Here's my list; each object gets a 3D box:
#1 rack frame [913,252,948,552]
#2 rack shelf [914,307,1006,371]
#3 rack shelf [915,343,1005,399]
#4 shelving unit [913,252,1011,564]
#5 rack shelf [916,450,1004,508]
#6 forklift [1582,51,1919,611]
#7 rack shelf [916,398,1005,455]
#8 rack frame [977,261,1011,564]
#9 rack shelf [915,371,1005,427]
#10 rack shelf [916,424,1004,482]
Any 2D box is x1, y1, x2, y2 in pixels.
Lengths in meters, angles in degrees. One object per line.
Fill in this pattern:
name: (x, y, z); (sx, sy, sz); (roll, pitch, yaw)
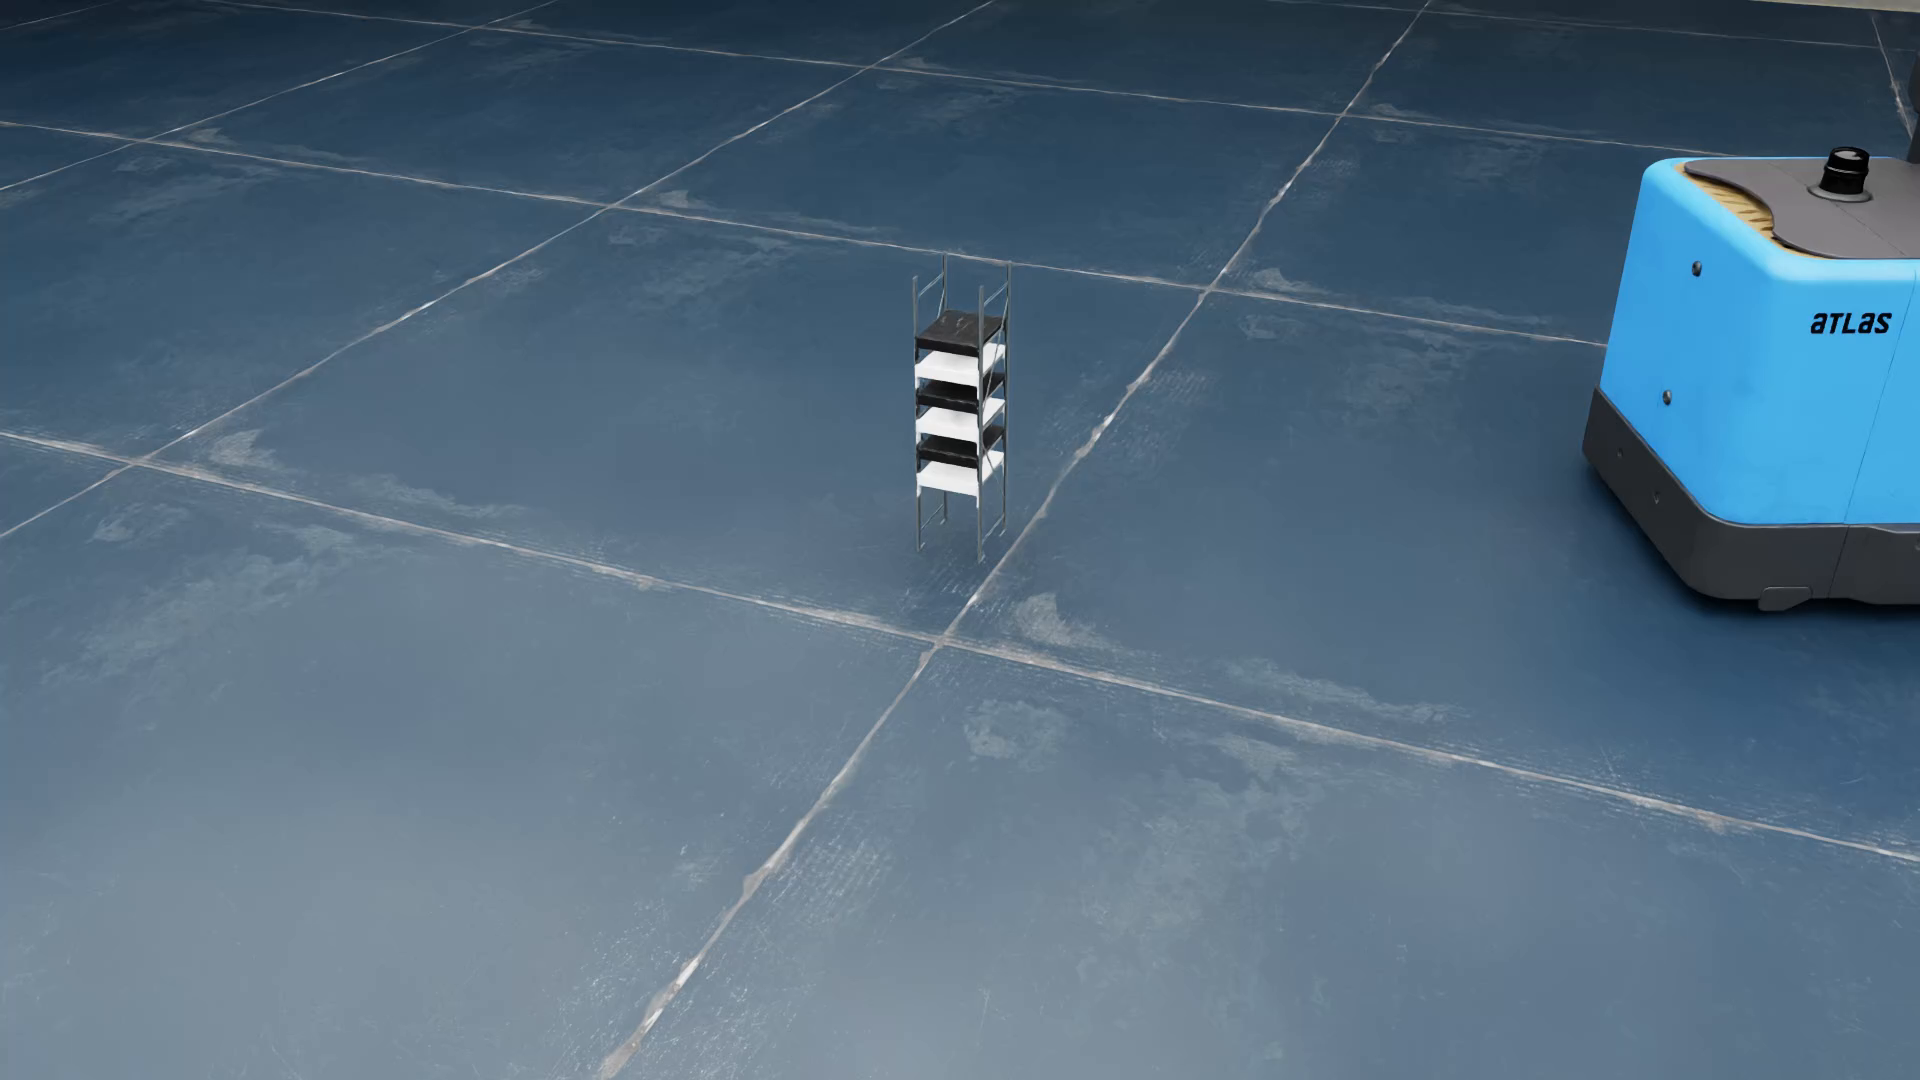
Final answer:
rack frame: (-0.087, -0.409, 5.059); (0.006, 0.900, 0.240); (11, 31, 19)
rack shelf: (0.008, -0.596, 4.909); (0.200, 0.077, 0.258); (11, 31, 19)
rack shelf: (0.008, -0.518, 4.954); (0.200, 0.077, 0.258); (11, 31, 19)
shelving unit: (0.008, -0.390, 5.026); (0.210, 0.900, 0.258); (11, 31, 19)
rack shelf: (0.008, -0.205, 5.131); (0.200, 0.077, 0.258); (11, 31, 19)
forklift: (3.630, -1.314, 4.596); (3.031, 2.935, 1.130); (-1, 29, -1)
rack shelf: (0.008, -0.361, 5.042); (0.200, 0.077, 0.258); (11, 31, 19)
rack frame: (0.102, -0.371, 4.993); (0.006, 0.900, 0.240); (11, 31, 19)
rack shelf: (0.008, -0.440, 4.998); (0.200, 0.077, 0.258); (11, 31, 19)
rack shelf: (0.008, -0.283, 5.087); (0.200, 0.077, 0.258); (11, 31, 19)
